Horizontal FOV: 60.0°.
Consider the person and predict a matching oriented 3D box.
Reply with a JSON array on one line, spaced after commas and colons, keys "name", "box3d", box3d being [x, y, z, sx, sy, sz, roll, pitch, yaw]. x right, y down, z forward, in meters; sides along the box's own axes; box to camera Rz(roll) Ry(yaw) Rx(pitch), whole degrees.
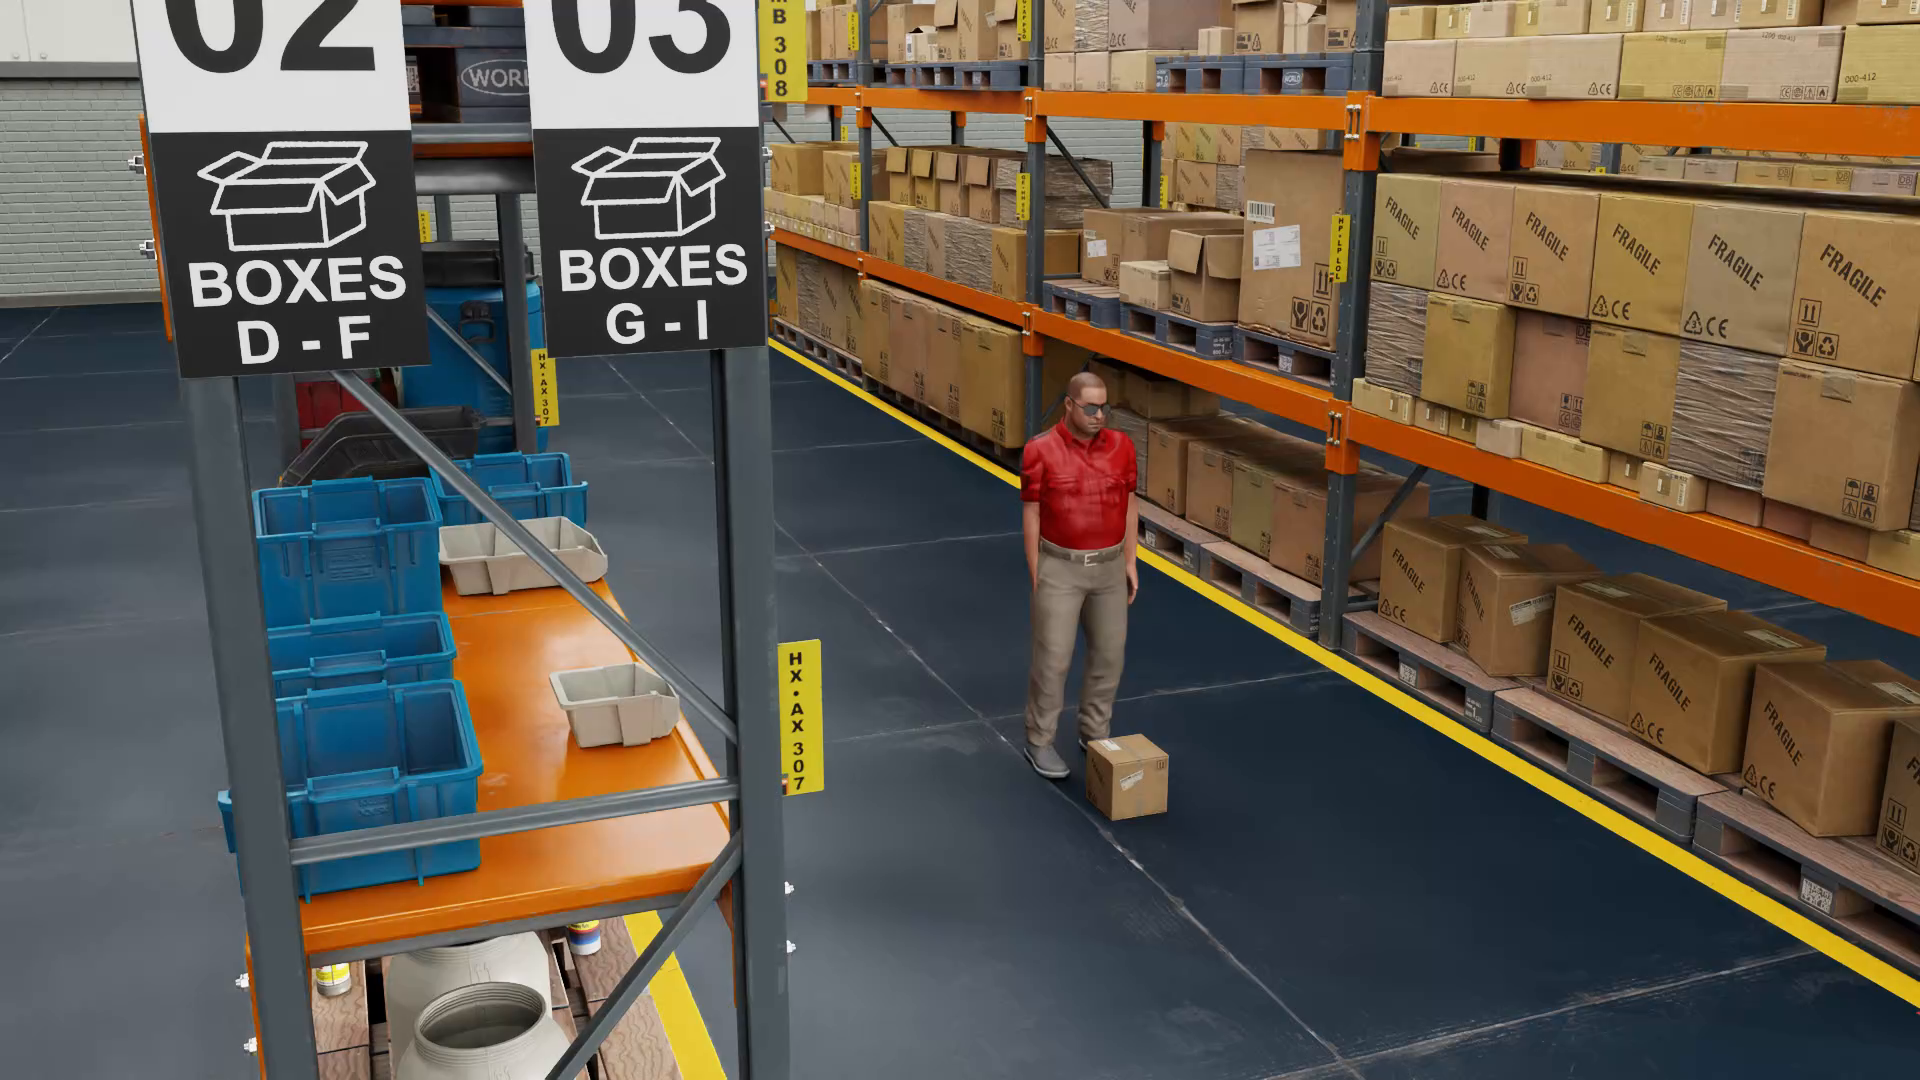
[{"name": "person", "box3d": [0.526, 0.143, 7.065, 0.530, 1.721, 0.358, -5, 16, -19]}]
